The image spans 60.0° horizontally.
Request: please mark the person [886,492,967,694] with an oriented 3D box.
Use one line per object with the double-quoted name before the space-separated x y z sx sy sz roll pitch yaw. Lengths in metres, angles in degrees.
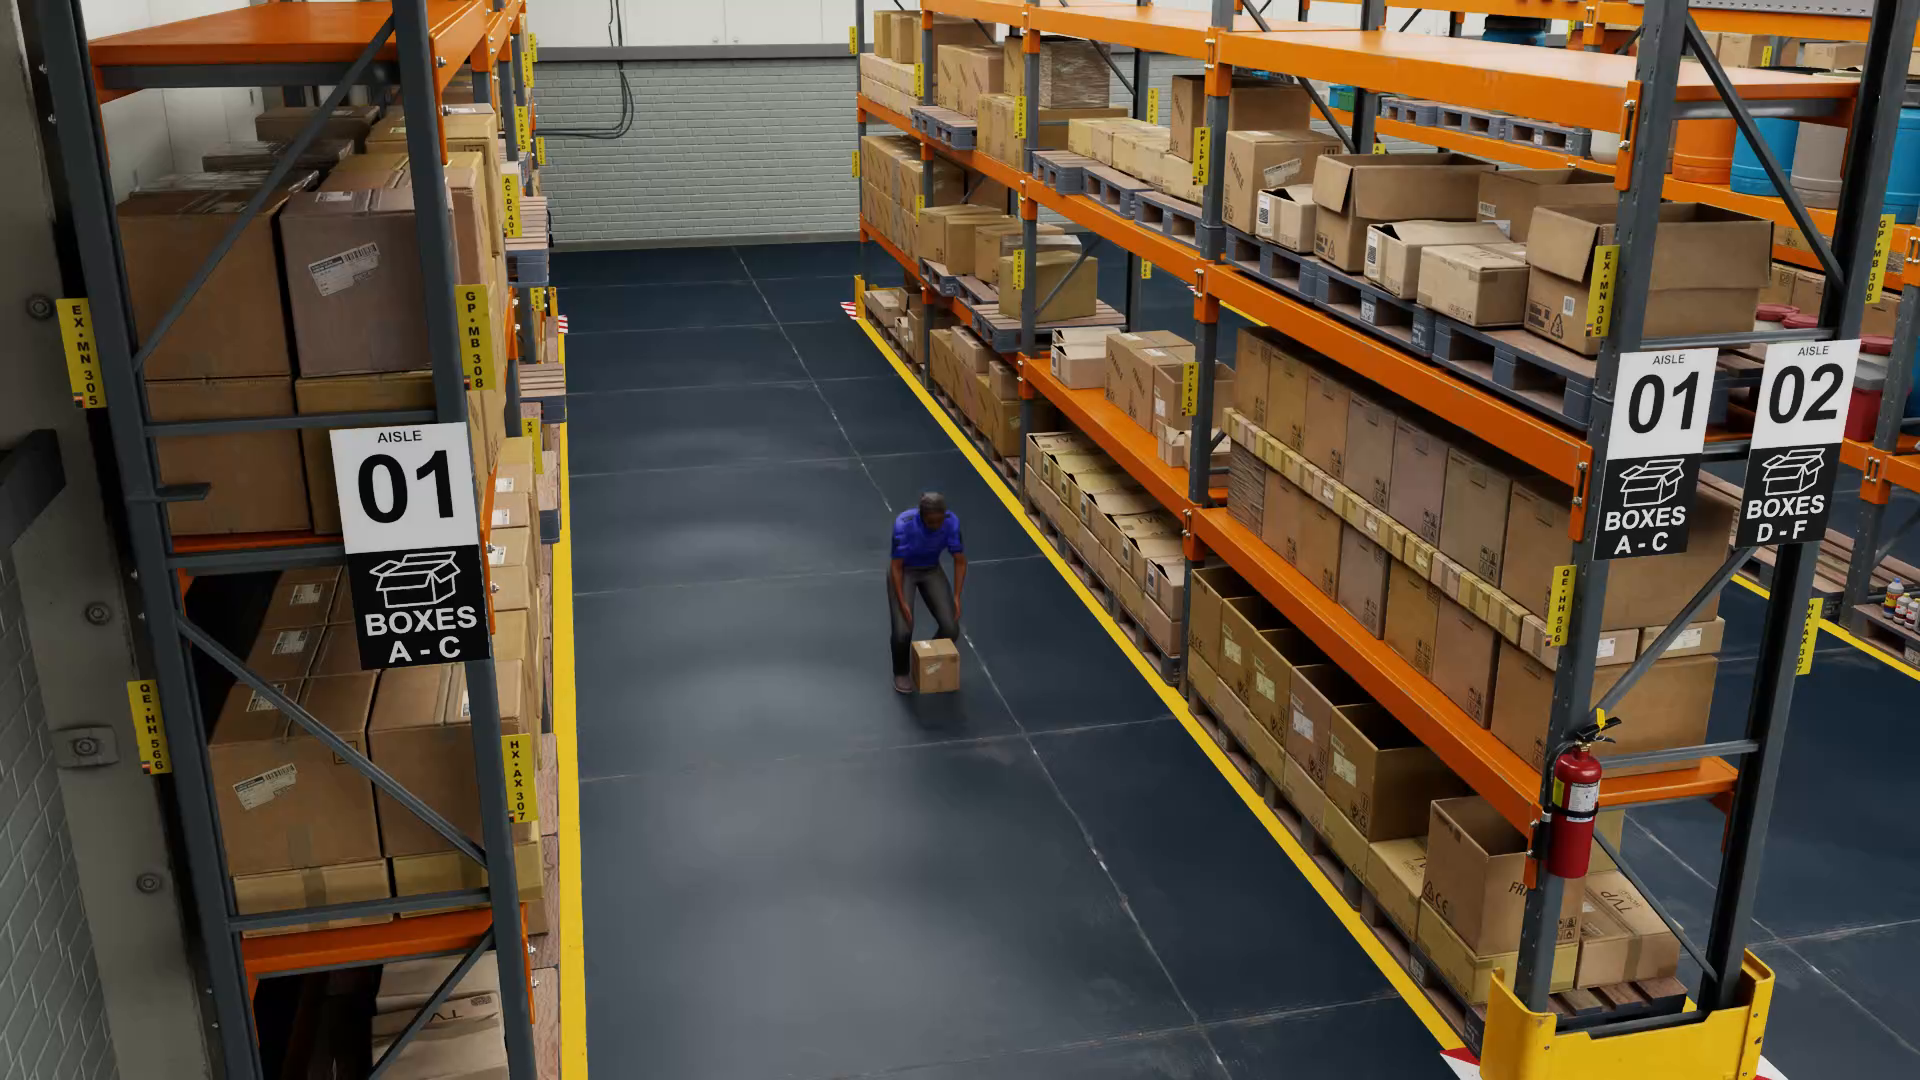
"person" -0.217 0.296 10.668 0.495 1.390 0.616 -4 20 -12
